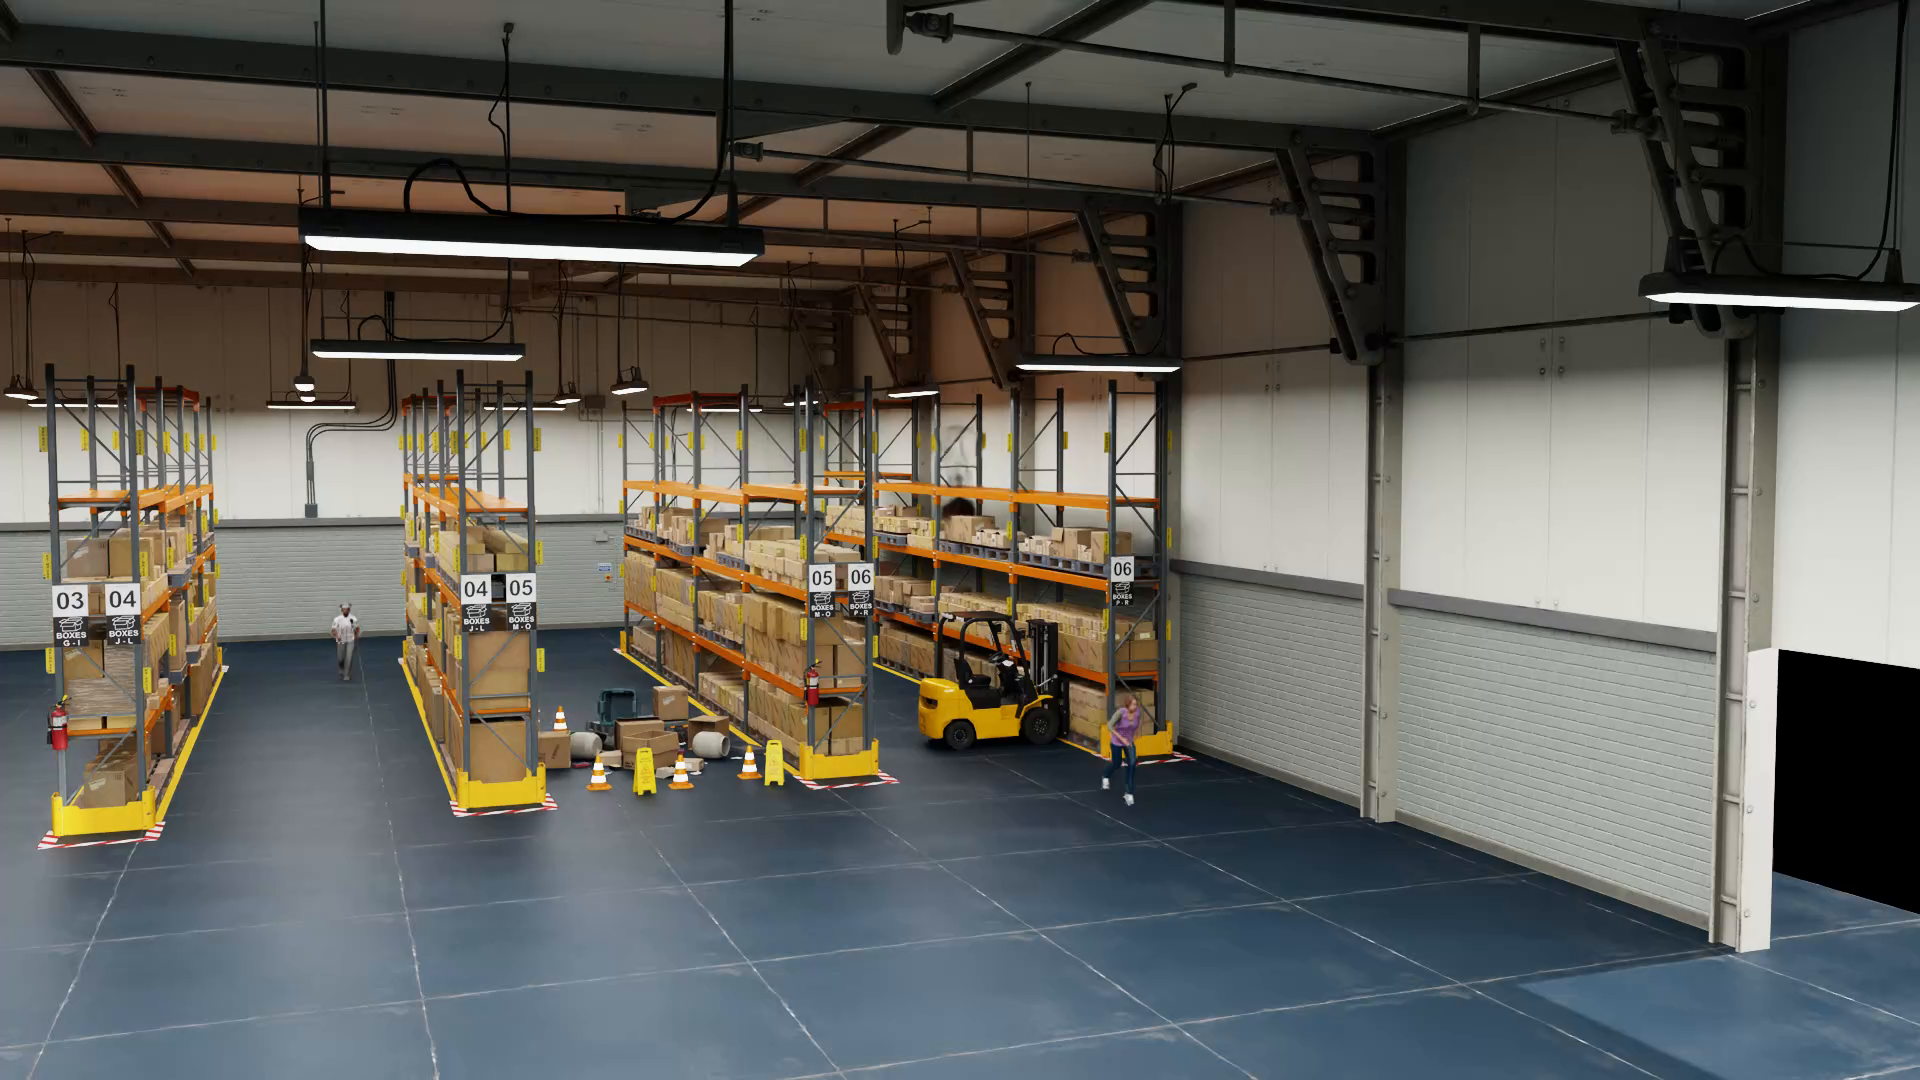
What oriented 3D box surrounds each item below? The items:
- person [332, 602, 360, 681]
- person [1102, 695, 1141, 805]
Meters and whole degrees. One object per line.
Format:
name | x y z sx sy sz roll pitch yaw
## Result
person | -12.920 2.128 35.011 0.562 1.655 0.589 -2 4 -25
person | 2.250 2.899 23.381 0.575 1.534 0.919 -2 4 -26
